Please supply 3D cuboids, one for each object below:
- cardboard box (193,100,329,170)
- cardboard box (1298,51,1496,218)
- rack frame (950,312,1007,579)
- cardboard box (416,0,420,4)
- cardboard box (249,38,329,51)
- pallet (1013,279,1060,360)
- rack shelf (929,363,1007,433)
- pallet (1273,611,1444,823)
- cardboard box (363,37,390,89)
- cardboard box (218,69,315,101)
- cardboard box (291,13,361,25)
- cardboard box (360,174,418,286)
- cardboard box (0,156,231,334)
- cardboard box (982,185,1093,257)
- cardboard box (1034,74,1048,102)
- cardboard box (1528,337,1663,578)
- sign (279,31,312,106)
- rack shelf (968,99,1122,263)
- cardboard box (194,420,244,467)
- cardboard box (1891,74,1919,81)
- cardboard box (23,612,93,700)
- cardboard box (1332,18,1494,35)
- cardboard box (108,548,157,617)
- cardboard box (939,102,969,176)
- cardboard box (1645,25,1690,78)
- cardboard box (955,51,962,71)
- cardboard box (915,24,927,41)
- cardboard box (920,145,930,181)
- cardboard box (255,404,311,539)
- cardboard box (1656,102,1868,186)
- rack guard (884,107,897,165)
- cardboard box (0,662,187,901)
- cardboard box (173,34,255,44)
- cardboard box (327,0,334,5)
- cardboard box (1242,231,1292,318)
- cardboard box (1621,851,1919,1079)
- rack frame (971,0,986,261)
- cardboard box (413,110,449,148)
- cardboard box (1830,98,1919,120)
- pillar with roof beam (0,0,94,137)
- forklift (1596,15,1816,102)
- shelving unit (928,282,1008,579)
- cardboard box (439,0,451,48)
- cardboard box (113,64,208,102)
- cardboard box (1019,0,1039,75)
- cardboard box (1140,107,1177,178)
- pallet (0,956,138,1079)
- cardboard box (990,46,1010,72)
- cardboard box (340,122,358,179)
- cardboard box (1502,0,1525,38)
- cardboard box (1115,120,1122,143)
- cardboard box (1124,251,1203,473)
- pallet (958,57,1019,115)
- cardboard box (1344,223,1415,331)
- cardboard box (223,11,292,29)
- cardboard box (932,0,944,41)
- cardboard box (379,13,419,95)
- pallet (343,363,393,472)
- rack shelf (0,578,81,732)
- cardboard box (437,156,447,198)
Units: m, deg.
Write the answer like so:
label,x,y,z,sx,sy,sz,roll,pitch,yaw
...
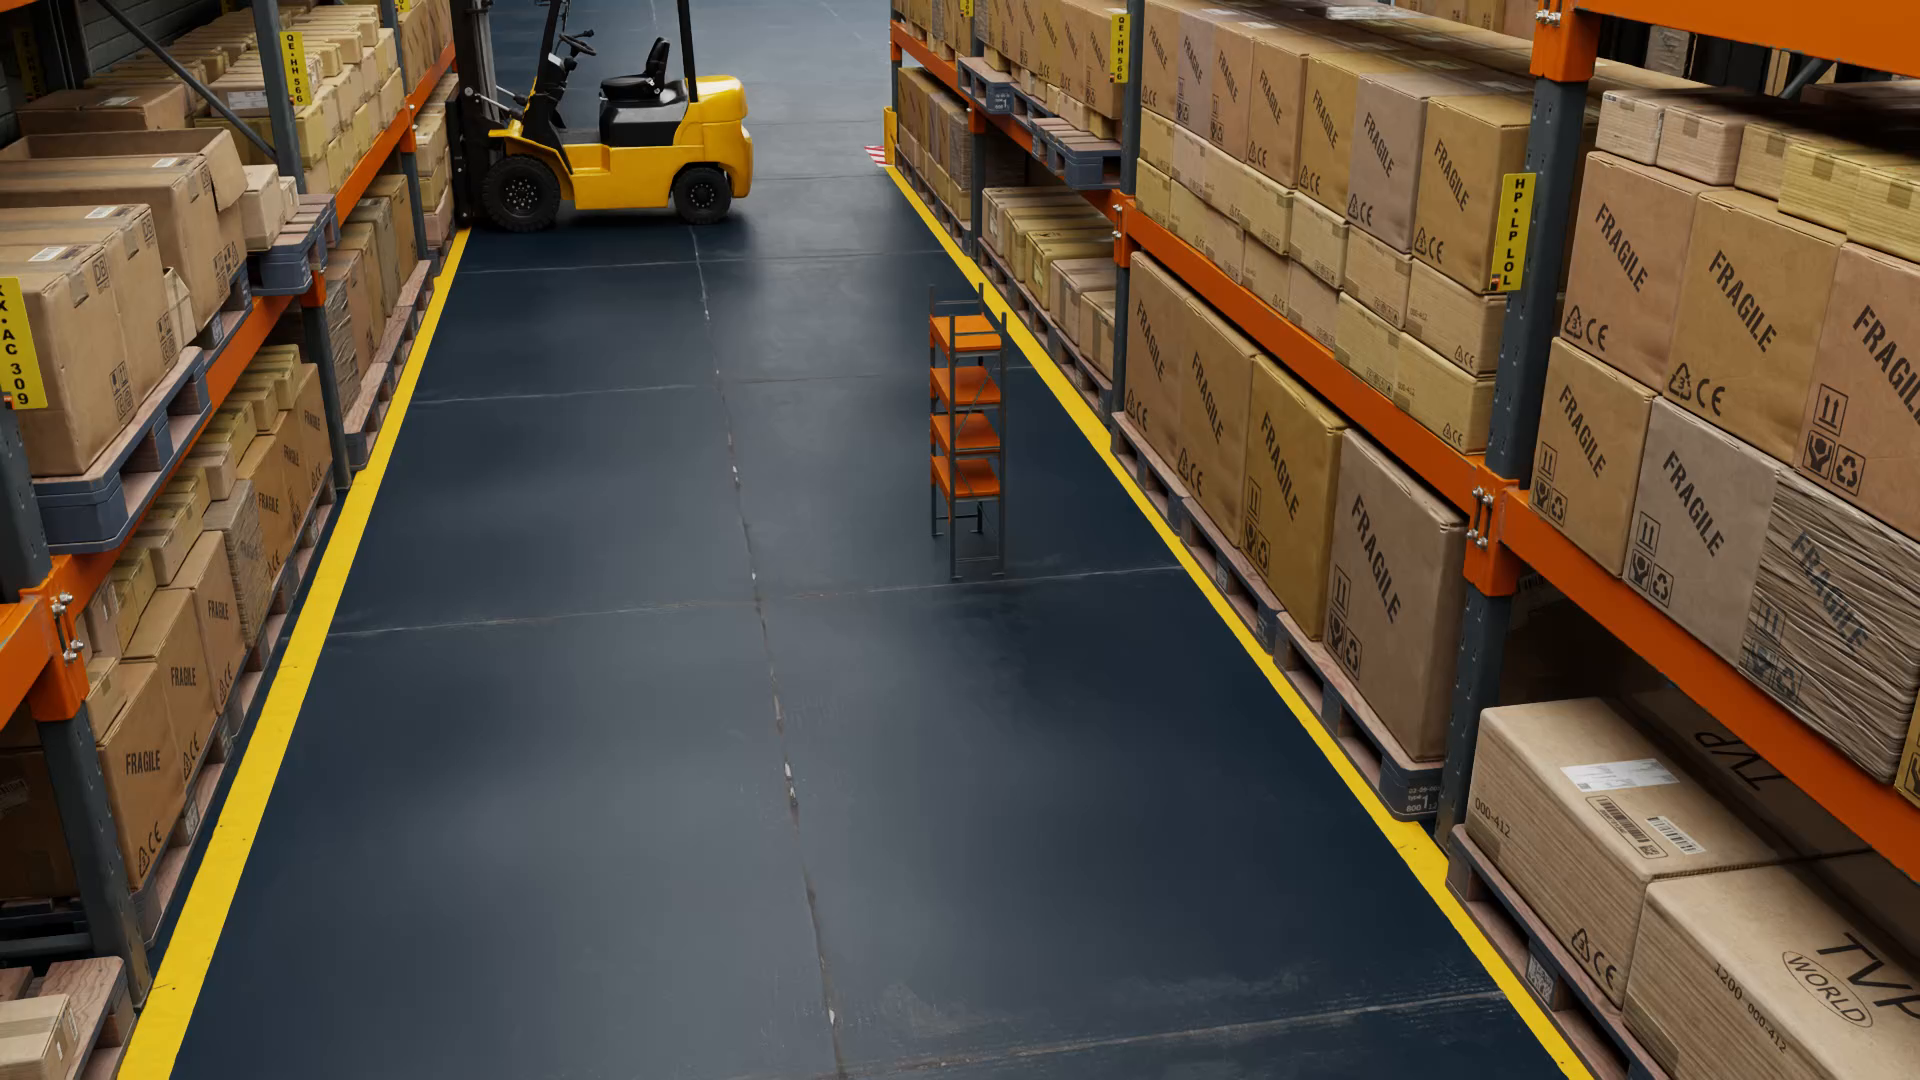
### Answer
label,x,y,z,sx,sy,sz,roll,pitch,yaw
cardboard box,-3.372,-1.959,8.050,0.500,0.250,0.500,-4,24,-10
cardboard box,1.556,-1.464,5.981,0.500,0.500,0.500,-4,24,-8
rack frame,0.076,-0.389,7.141,0.240,1.200,0.015,-4,24,-10
cardboard box,-4.239,-4.073,12.393,0.380,0.149,0.250,-5,24,-10
cardboard box,-3.716,-2.696,9.240,0.380,0.149,0.250,-4,24,-10
pallet,0.958,-1.481,10.878,1.003,0.211,1.213,-4,24,-10
rack shelf,0.031,-0.628,7.298,0.258,0.148,0.480,-4,24,-10
pallet,1.846,0.581,6.157,1.003,0.211,1.213,-4,24,-10
cardboard box,-3.849,-2.962,10.346,0.500,0.250,0.500,-5,24,-11
cardboard box,-3.374,-2.199,8.102,0.380,0.149,0.250,-4,24,-9
cardboard box,-3.953,-3.202,10.398,0.380,0.149,0.250,-4,24,-10
cardboard box,-4.186,-2.077,11.200,0.875,0.625,0.625,-3,24,-7
cardboard box,-2.925,-0.988,5.615,0.700,0.500,0.500,-4,24,-10
cardboard box,0.683,-2.328,12.091,0.950,0.372,0.625,-4,24,-9
cardboard box,0.667,-2.765,10.123,0.380,0.149,0.250,-5,24,-11
cardboard box,1.892,-0.241,4.430,0.500,0.500,0.500,-4,24,-8
sign,-3.023,-2.142,7.559,0.100,0.325,0.005,-4,24,-10
rack shelf,0.953,-2.430,10.464,1.077,0.370,4.000,-4,24,-10
cardboard box,-3.077,-0.355,6.604,0.380,0.149,0.250,-5,24,-11
cardboard box,5.822,-2.582,9.789,0.500,0.500,0.500,-4,24,-10
cardboard box,-2.679,0.333,4.657,0.380,0.149,0.250,-5,24,-11
cardboard box,1.864,-1.896,6.968,0.500,0.500,0.500,-4,24,-10
cardboard box,-2.869,0.154,5.437,0.380,0.149,0.250,-5,24,-11
cardboard box,0.115,-3.235,13.383,0.500,0.500,0.500,-4,24,-9
cardboard box,5.356,-3.573,12.057,0.500,0.500,0.500,-4,24,-9
cardboard box,0.172,-3.632,12.633,0.380,0.149,0.250,-4,24,-9
cardboard box,-0.184,-4.444,14.492,0.380,0.149,0.250,-4,24,-8
cardboard box,-0.078,-3.299,14.467,0.500,0.250,0.500,-3,24,-6
cardboard box,-3.182,-0.303,7.294,0.500,0.500,0.500,-5,24,-11
cardboard box,1.929,-0.958,4.010,0.380,0.149,0.250,-4,24,-9
rack guard,-0.142,-3.944,16.156,1.175,0.500,0.348,-4,24,-10
cardboard box,-2.683,0.716,4.962,0.500,0.500,0.500,-3,24,-7
cardboard box,-4.203,-2.763,9.393,0.380,0.149,0.250,-4,24,-9
cardboard box,-4.767,-4.032,12.299,0.380,0.149,0.250,-4,24,-8
cardboard box,1.465,-1.092,6.689,0.500,0.250,0.500,-4,24,-10
cardboard box,2.240,1.189,3.956,0.875,0.438,0.875,-5,24,-11
rack frame,0.584,-3.546,12.121,1.000,3.000,0.127,-4,24,-10
cardboard box,-4.263,-3.178,12.940,0.500,0.250,0.500,-3,24,-8
cardboard box,2.375,-0.991,4.087,0.380,0.149,0.250,-4,24,-8
pillar with roof beam,-0.450,-5.118,8.225,9.100,9.000,0.400,-4,24,-10
forklift,3.622,-1.650,7.866,3.031,2.935,1.130,-10,26,-22
shelving unit,0.031,-0.485,7.361,0.258,1.200,0.503,-4,24,-10
cardboard box,-4.598,-4.417,13.992,0.500,0.500,0.500,-4,24,-8
cardboard box,-3.959,-2.261,8.244,0.380,0.149,0.250,-4,24,-10
cardboard box,0.665,-3.121,10.128,0.500,0.500,0.500,-5,24,-12
cardboard box,1.174,-1.915,7.951,0.500,0.250,0.500,-4,24,-10
pallet,-2.688,1.518,4.012,1.003,0.211,1.213,-4,24,-10
cardboard box,0.413,-3.284,11.310,0.380,0.149,0.250,-4,24,-9
cardboard box,-3.586,-2.128,9.062,0.500,0.250,0.500,-5,24,-11
cardboard box,5.242,-4.601,14.349,0.875,0.550,0.550,-4,24,-10
cardboard box,1.031,-2.162,8.741,0.380,0.149,0.250,-3,24,-8
cardboard box,1.369,-0.914,8.224,0.875,0.875,0.875,-5,24,-10
pallet,0.582,-3.147,11.447,1.003,0.211,1.213,-4,24,-10
cardboard box,1.643,-0.911,5.651,0.500,0.250,0.500,-4,24,-8
cardboard box,-4.442,-3.257,10.524,0.380,0.149,0.250,-5,24,-12
cardboard box,0.055,-4.290,13.329,0.500,0.500,0.500,-4,24,-8
cardboard box,-4.119,-3.417,11.701,0.500,0.500,0.500,-5,24,-11
pallet,-3.668,-0.653,8.981,1.003,0.211,1.213,-4,24,-10
rack shelf,-2.445,1.086,2.415,1.077,0.370,4.000,-4,24,-10
cardboard box,-4.175,-2.750,12.584,0.500,0.250,0.500,-4,24,-10
